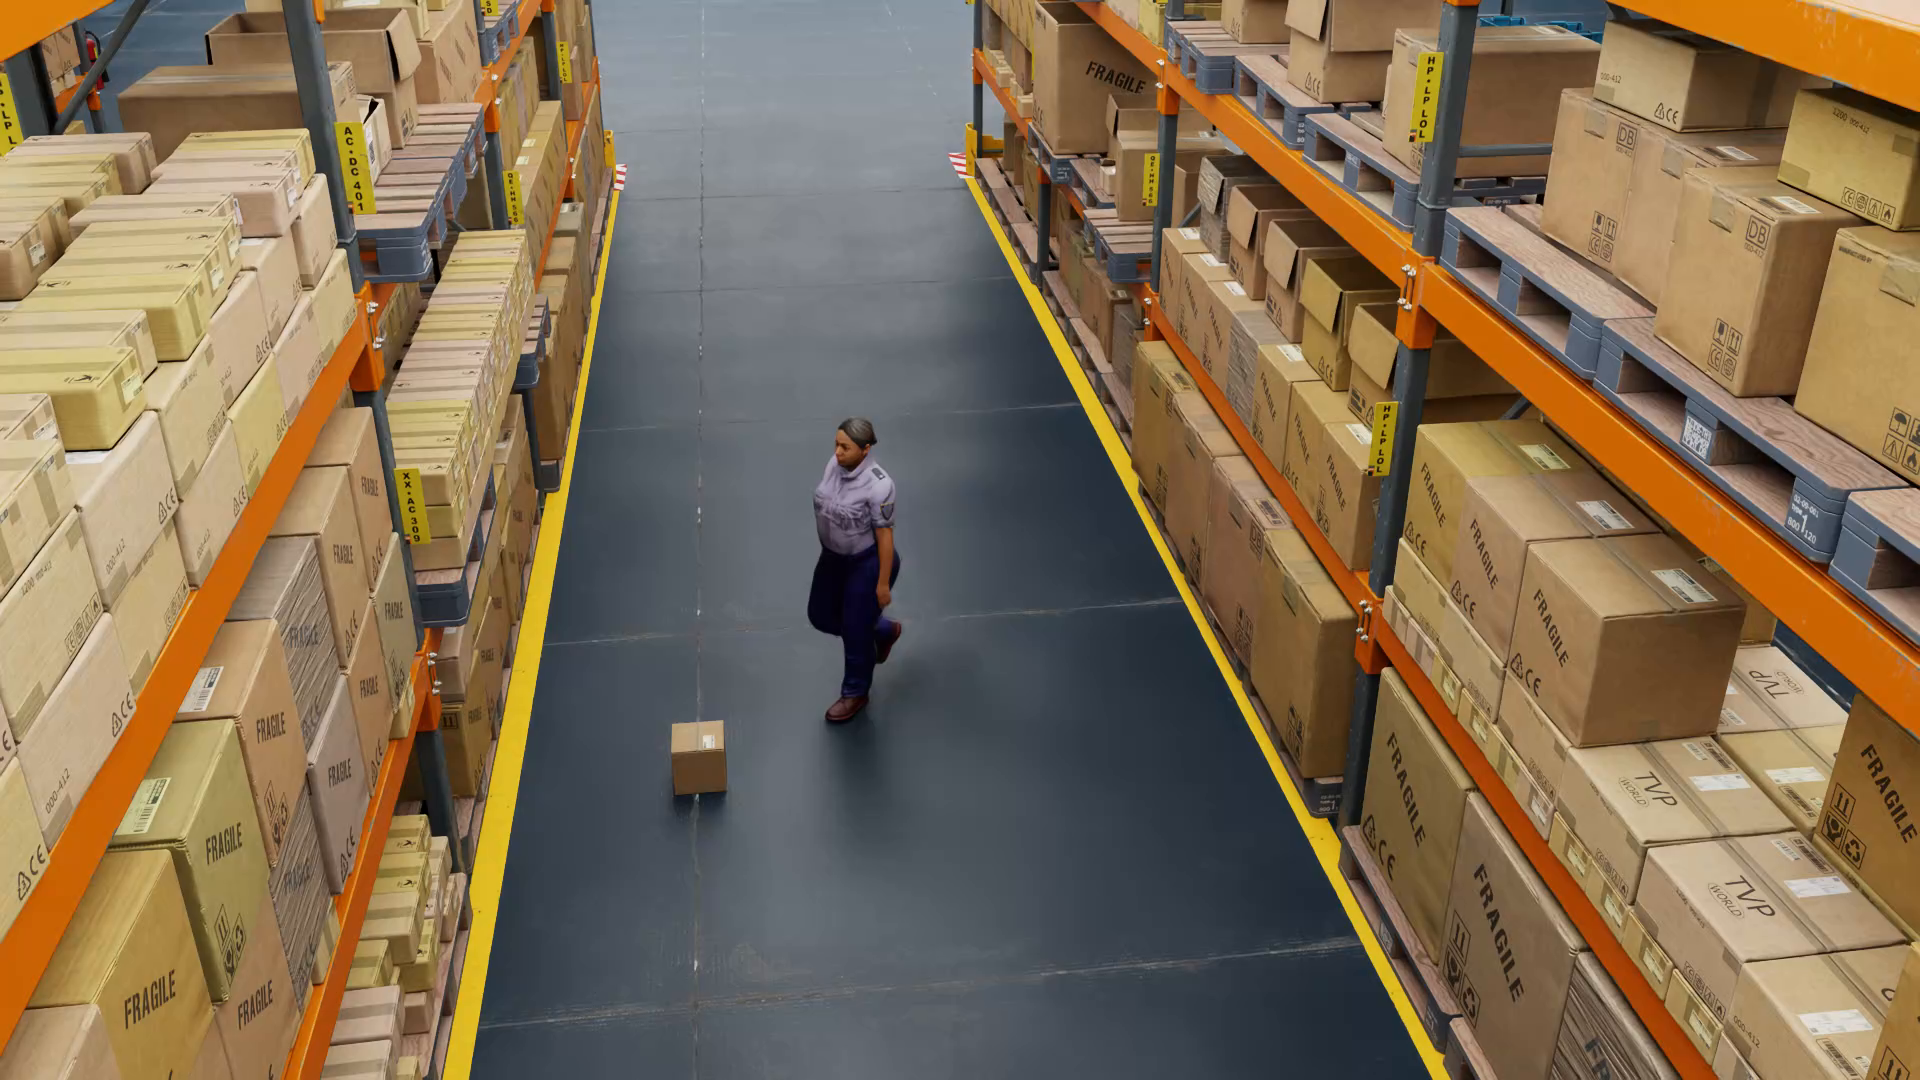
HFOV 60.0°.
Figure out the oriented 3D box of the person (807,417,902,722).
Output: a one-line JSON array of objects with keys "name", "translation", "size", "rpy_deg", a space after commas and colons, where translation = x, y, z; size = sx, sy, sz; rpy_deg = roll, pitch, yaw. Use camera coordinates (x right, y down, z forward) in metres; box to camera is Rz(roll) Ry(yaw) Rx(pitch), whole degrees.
[{"name": "person", "translation": [-0.493, 0.103, 8.401], "size": [0.606, 1.633, 0.523], "rpy_deg": [-24, 36, -39]}]
